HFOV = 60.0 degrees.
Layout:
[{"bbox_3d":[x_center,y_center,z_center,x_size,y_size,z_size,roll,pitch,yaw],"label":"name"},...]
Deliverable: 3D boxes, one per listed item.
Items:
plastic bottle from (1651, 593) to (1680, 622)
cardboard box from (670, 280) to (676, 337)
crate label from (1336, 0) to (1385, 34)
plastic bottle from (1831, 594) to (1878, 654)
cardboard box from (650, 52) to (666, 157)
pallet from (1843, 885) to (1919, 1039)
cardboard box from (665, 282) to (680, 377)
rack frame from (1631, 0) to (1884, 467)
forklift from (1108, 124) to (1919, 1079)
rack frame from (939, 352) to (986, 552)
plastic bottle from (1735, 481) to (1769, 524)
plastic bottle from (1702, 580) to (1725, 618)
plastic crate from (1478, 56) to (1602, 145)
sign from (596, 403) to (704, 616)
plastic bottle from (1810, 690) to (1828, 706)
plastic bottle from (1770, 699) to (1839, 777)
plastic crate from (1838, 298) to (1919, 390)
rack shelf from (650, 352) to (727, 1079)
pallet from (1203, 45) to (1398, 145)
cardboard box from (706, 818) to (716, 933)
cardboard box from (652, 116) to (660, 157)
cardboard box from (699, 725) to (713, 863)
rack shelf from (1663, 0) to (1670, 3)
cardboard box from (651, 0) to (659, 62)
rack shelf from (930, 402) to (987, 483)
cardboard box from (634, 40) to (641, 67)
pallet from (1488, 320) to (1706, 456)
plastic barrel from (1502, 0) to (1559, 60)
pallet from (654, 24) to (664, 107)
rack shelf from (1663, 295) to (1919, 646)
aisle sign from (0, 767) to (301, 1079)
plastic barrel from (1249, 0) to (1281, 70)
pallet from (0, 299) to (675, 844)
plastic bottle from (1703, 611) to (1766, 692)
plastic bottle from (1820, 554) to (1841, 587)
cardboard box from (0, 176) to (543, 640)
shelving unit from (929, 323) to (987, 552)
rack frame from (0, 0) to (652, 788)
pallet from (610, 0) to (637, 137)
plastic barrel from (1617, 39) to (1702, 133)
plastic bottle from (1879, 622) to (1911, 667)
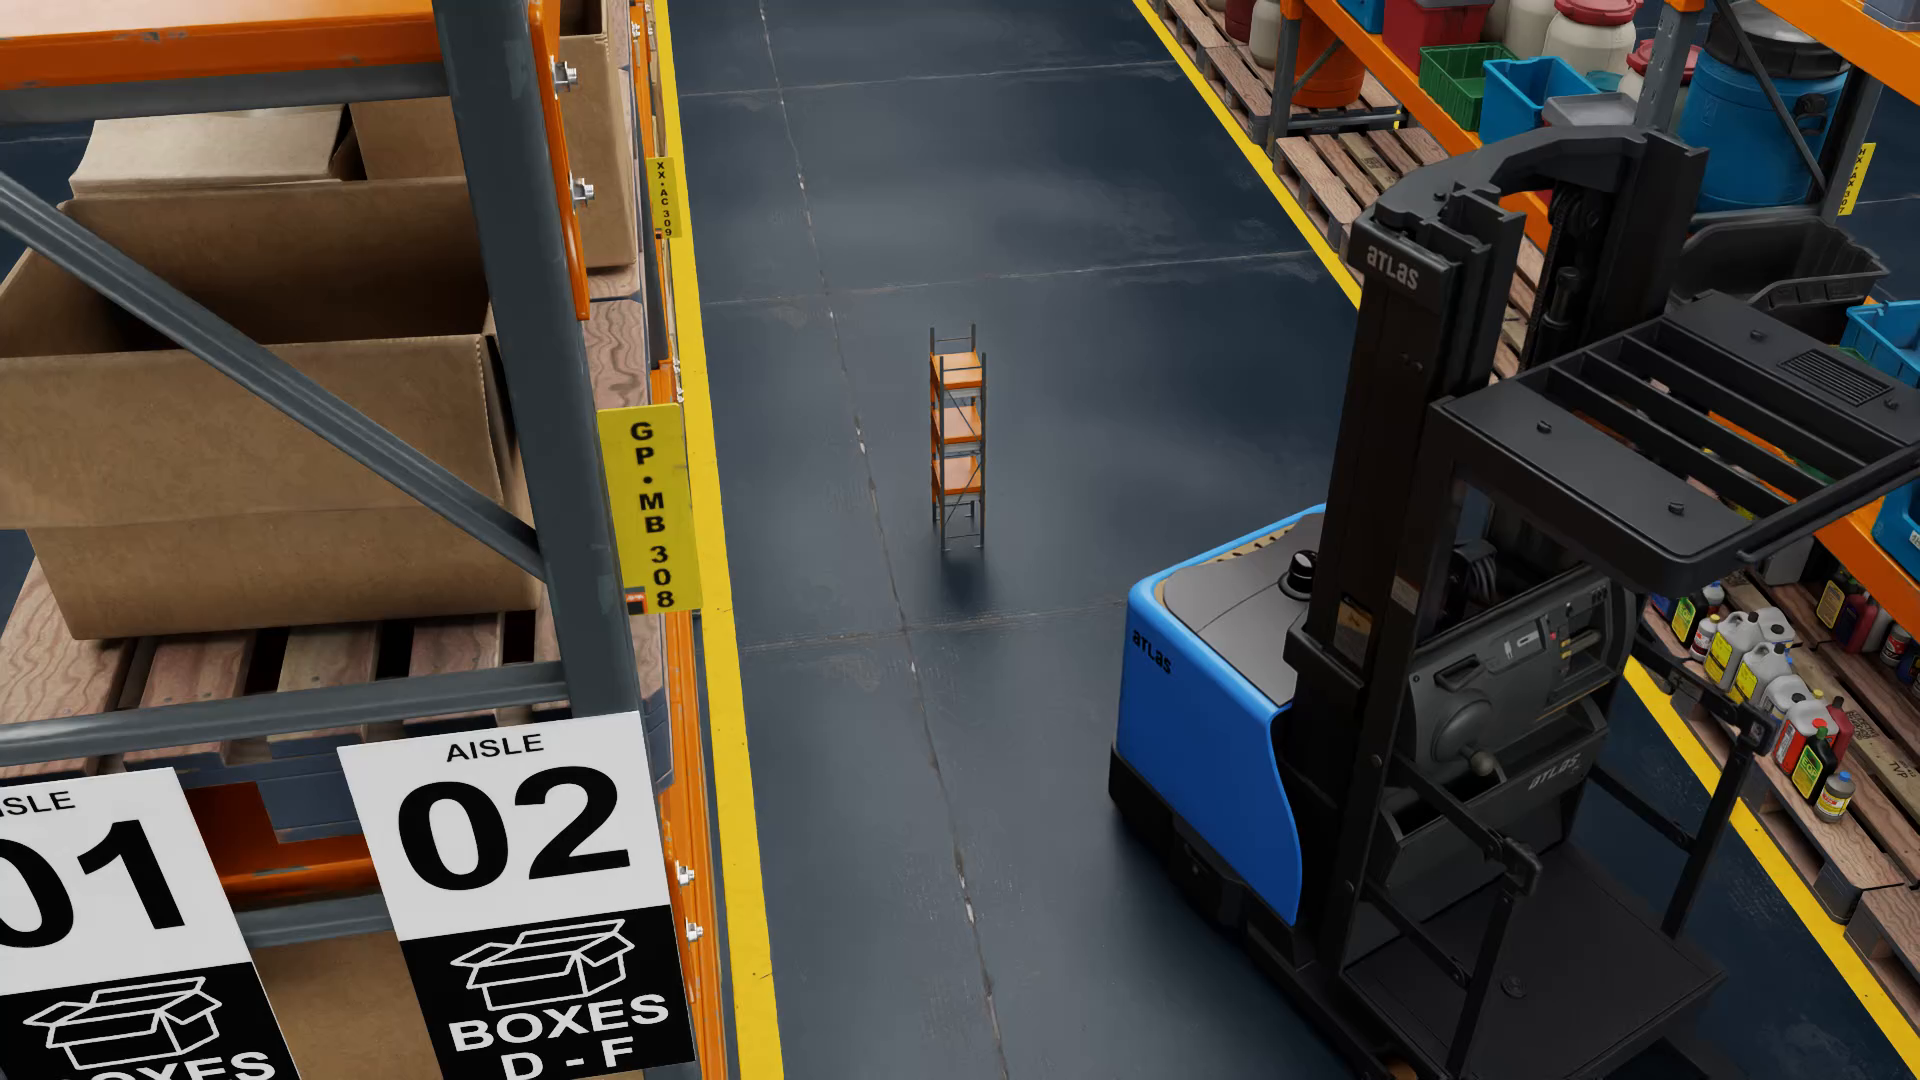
[{"bbox_3d":[3.002,0.156,6.905,0.144,0.351,0.185,-8,39,-10],"label":"plastic bottle"},{"bbox_3d":[-1.739,-1.111,8.634,0.500,0.250,0.500,-6,38,-7],"label":"cardboard box"},{"bbox_3d":[2.442,-3.163,9.348,0.502,0.435,0.616,-6,38,-8],"label":"crate label"},{"bbox_3d":[3.642,0.316,6.754,0.061,0.283,0.133,-6,38,-8],"label":"plastic bottle"},{"bbox_3d":[-2.141,-2.740,10.511,0.500,0.500,0.500,-5,38,-6],"label":"cardboard box"},{"bbox_3d":[3.740,1.622,5.490,1.003,0.211,1.213,-6,38,-8],"label":"pallet"},{"bbox_3d":[-1.643,-1.025,8.067,0.500,0.311,0.500,-7,38,-9],"label":"cardboard box"},{"bbox_3d":[3.236,-1.363,7.059,1.000,3.000,0.127,-6,38,-8],"label":"rack frame"},{"bbox_3d":[1.785,0.451,4.780,1.130,2.935,3.031,-21,43,-25],"label":"forklift"},{"bbox_3d":[0.012,-0.373,7.375,0.200,1.050,0.008,-6,38,-8],"label":"rack frame"},{"bbox_3d":[3.490,-0.117,7.256,0.144,0.351,0.185,-6,38,-8],"label":"plastic bottle"},{"bbox_3d":[3.064,0.272,6.820,0.097,0.271,0.097,0,38,0],"label":"plastic bottle"},{"bbox_3d":[2.736,-1.989,7.878,0.392,0.384,0.575,-6,38,-8],"label":"plastic crate"},{"bbox_3d":[-0.393,-0.033,2.126,0.100,0.325,0.005,-6,38,-8],"label":"sign"},{"bbox_3d":[3.261,0.659,6.379,0.097,0.201,0.097,0,38,0],"label":"plastic bottle"},{"bbox_3d":[3.166,0.738,6.217,0.152,0.276,0.135,-6,38,-8],"label":"plastic bottle"},{"bbox_3d":[3.697,-0.665,6.282,0.499,0.251,0.616,-6,38,-8],"label":"plastic crate"},{"bbox_3d":[-1.291,0.660,5.042,1.077,0.370,4.000,-6,38,-8],"label":"rack shelf"},{"bbox_3d":[2.355,-3.149,11.631,1.003,0.211,1.213,-6,38,-8],"label":"pallet"},{"bbox_3d":[-1.076,0.954,5.365,0.500,0.500,0.500,-6,38,-8],"label":"cardboard box"},{"bbox_3d":[-2.009,-2.260,9.655,0.500,0.311,0.500,-5,38,-7],"label":"cardboard box"},{"bbox_3d":[-1.165,0.948,5.984,0.500,0.250,0.500,-6,38,-8],"label":"cardboard box"},{"bbox_3d":[2.885,-3.471,7.914,1.077,0.370,4.000,-6,38,-8],"label":"rack shelf"},{"bbox_3d":[-2.418,-3.674,11.713,0.500,0.500,0.500,-7,38,-9],"label":"cardboard box"},{"bbox_3d":[-0.009,-0.439,7.476,0.215,0.259,0.240,-6,38,-8],"label":"rack shelf"},{"bbox_3d":[-1.913,-2.635,8.902,0.380,0.149,0.250,-6,38,-8],"label":"cardboard box"},{"bbox_3d":[3.060,-0.732,8.520,1.003,0.211,1.213,-6,38,-8],"label":"pallet"},{"bbox_3d":[3.079,-2.722,8.698,0.433,0.535,0.433,0,38,0],"label":"plastic barrel"},{"bbox_3d":[-2.647,-3.337,11.874,1.003,0.211,1.213,-6,38,-8],"label":"pallet"},{"bbox_3d":[3.586,0.129,5.725,1.077,0.370,4.000,-6,38,-8],"label":"rack shelf"},{"bbox_3d":[-1.218,0.629,2.377,0.394,0.787,0.004,-6,38,-8],"label":"aisle sign"},{"bbox_3d":[2.245,-3.587,11.608,0.421,0.512,0.421,0,38,0],"label":"plastic barrel"},{"bbox_3d":[-1.039,0.004,2.926,1.003,0.211,1.213,-6,38,-8],"label":"pallet"},{"bbox_3d":[3.076,0.413,6.574,0.144,0.351,0.185,-7,38,-8],"label":"plastic bottle"},{"bbox_3d":[3.736,0.104,7.026,0.061,0.283,0.133,-4,38,-5],"label":"plastic bottle"},{"bbox_3d":[-1.037,-0.210,2.590,0.797,0.503,0.637,-4,38,-5],"label":"cardboard box"},{"bbox_3d":[-0.009,-0.447,7.470,0.215,1.050,0.252,-6,38,-8],"label":"shelving unit"},{"bbox_3d":[-0.940,-0.785,1.426,1.000,3.000,0.127,-6,38,-8],"label":"rack frame"},{"bbox_3d":[-1.467,-1.469,4.823,1.003,0.211,1.213,-6,38,-8],"label":"pallet"},{"bbox_3d":[3.284,-2.018,7.791,0.433,0.535,0.433,0,38,0],"label":"plastic barrel"},{"bbox_3d":[3.795,0.405,6.706,0.097,0.201,0.097,0,38,0],"label":"plastic bottle"}]
